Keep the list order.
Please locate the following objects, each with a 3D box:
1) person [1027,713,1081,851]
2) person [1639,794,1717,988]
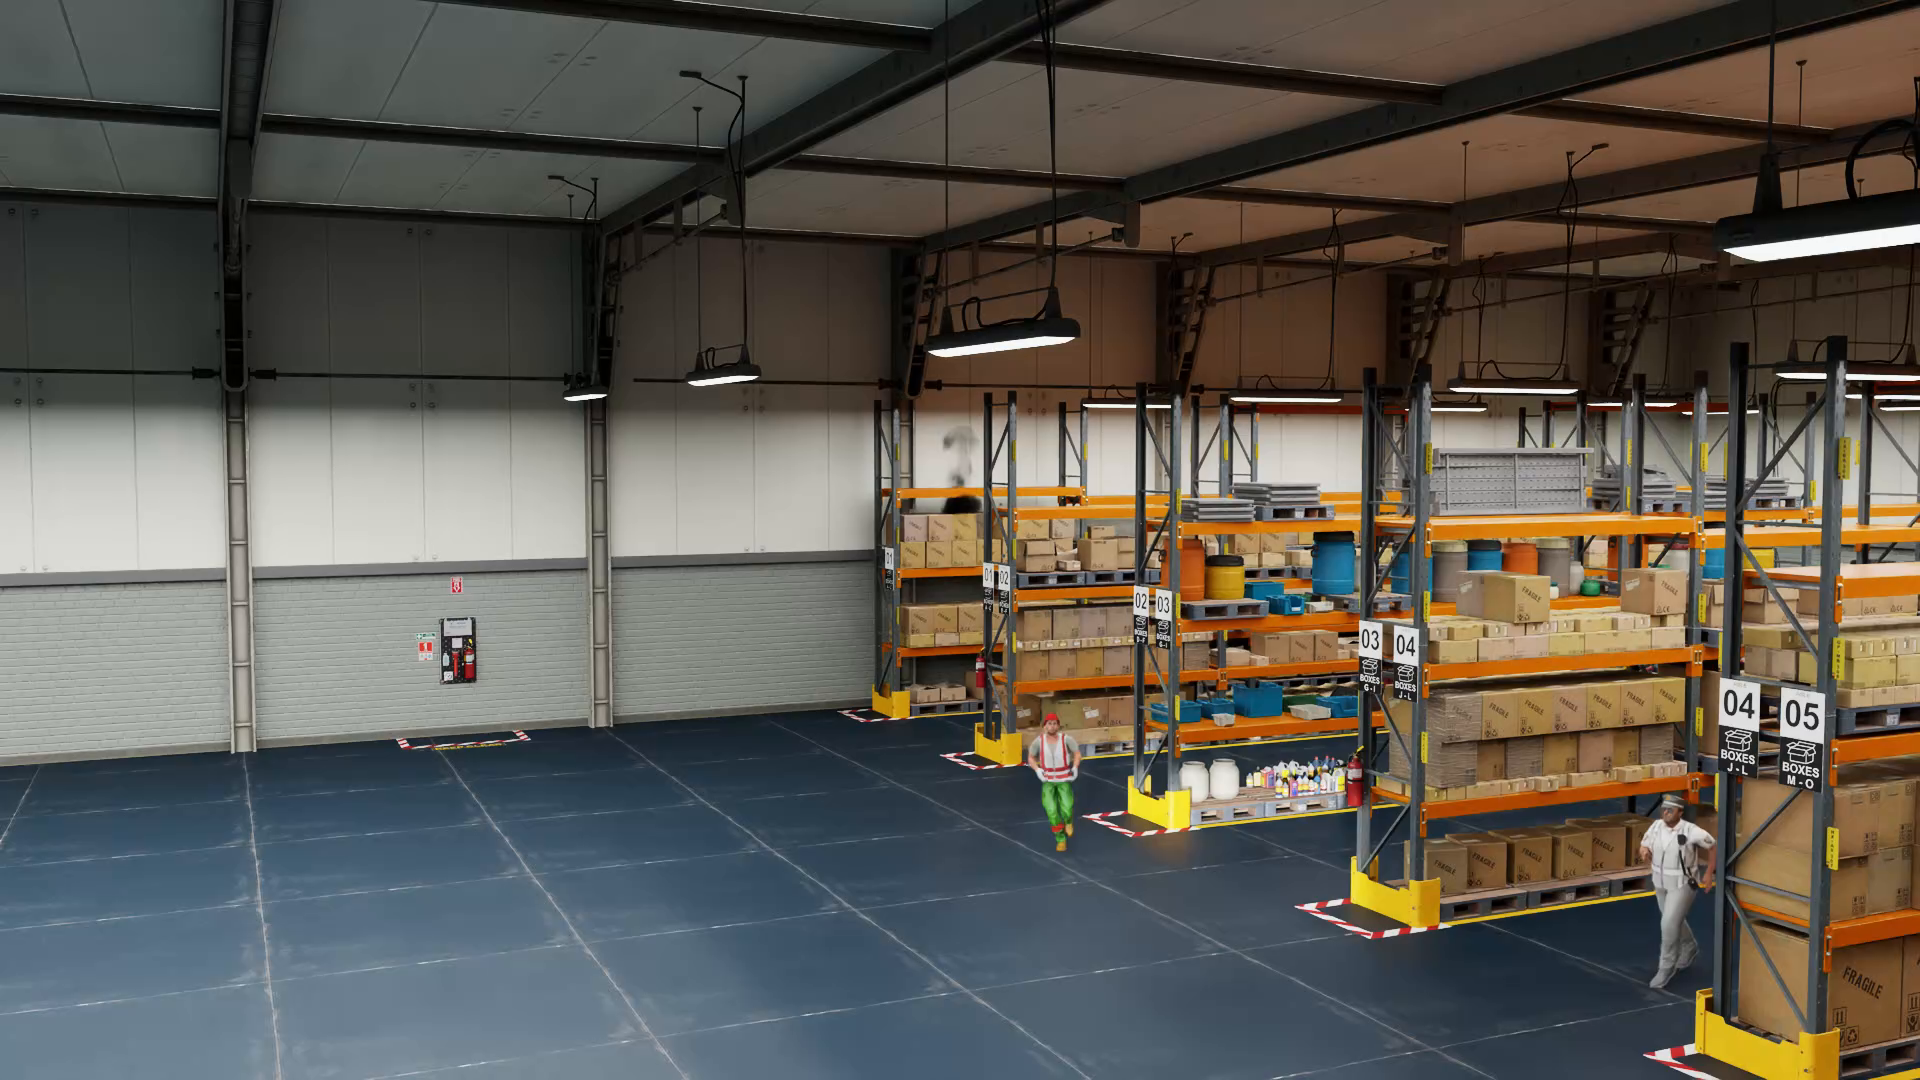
[{"bbox_3d":[1.185,3.066,21.221,0.658,1.737,0.523,0,3,5],"label":"person"},{"bbox_3d":[6.888,3.344,16.017,0.892,1.830,0.635,-2,4,-29],"label":"person"}]
